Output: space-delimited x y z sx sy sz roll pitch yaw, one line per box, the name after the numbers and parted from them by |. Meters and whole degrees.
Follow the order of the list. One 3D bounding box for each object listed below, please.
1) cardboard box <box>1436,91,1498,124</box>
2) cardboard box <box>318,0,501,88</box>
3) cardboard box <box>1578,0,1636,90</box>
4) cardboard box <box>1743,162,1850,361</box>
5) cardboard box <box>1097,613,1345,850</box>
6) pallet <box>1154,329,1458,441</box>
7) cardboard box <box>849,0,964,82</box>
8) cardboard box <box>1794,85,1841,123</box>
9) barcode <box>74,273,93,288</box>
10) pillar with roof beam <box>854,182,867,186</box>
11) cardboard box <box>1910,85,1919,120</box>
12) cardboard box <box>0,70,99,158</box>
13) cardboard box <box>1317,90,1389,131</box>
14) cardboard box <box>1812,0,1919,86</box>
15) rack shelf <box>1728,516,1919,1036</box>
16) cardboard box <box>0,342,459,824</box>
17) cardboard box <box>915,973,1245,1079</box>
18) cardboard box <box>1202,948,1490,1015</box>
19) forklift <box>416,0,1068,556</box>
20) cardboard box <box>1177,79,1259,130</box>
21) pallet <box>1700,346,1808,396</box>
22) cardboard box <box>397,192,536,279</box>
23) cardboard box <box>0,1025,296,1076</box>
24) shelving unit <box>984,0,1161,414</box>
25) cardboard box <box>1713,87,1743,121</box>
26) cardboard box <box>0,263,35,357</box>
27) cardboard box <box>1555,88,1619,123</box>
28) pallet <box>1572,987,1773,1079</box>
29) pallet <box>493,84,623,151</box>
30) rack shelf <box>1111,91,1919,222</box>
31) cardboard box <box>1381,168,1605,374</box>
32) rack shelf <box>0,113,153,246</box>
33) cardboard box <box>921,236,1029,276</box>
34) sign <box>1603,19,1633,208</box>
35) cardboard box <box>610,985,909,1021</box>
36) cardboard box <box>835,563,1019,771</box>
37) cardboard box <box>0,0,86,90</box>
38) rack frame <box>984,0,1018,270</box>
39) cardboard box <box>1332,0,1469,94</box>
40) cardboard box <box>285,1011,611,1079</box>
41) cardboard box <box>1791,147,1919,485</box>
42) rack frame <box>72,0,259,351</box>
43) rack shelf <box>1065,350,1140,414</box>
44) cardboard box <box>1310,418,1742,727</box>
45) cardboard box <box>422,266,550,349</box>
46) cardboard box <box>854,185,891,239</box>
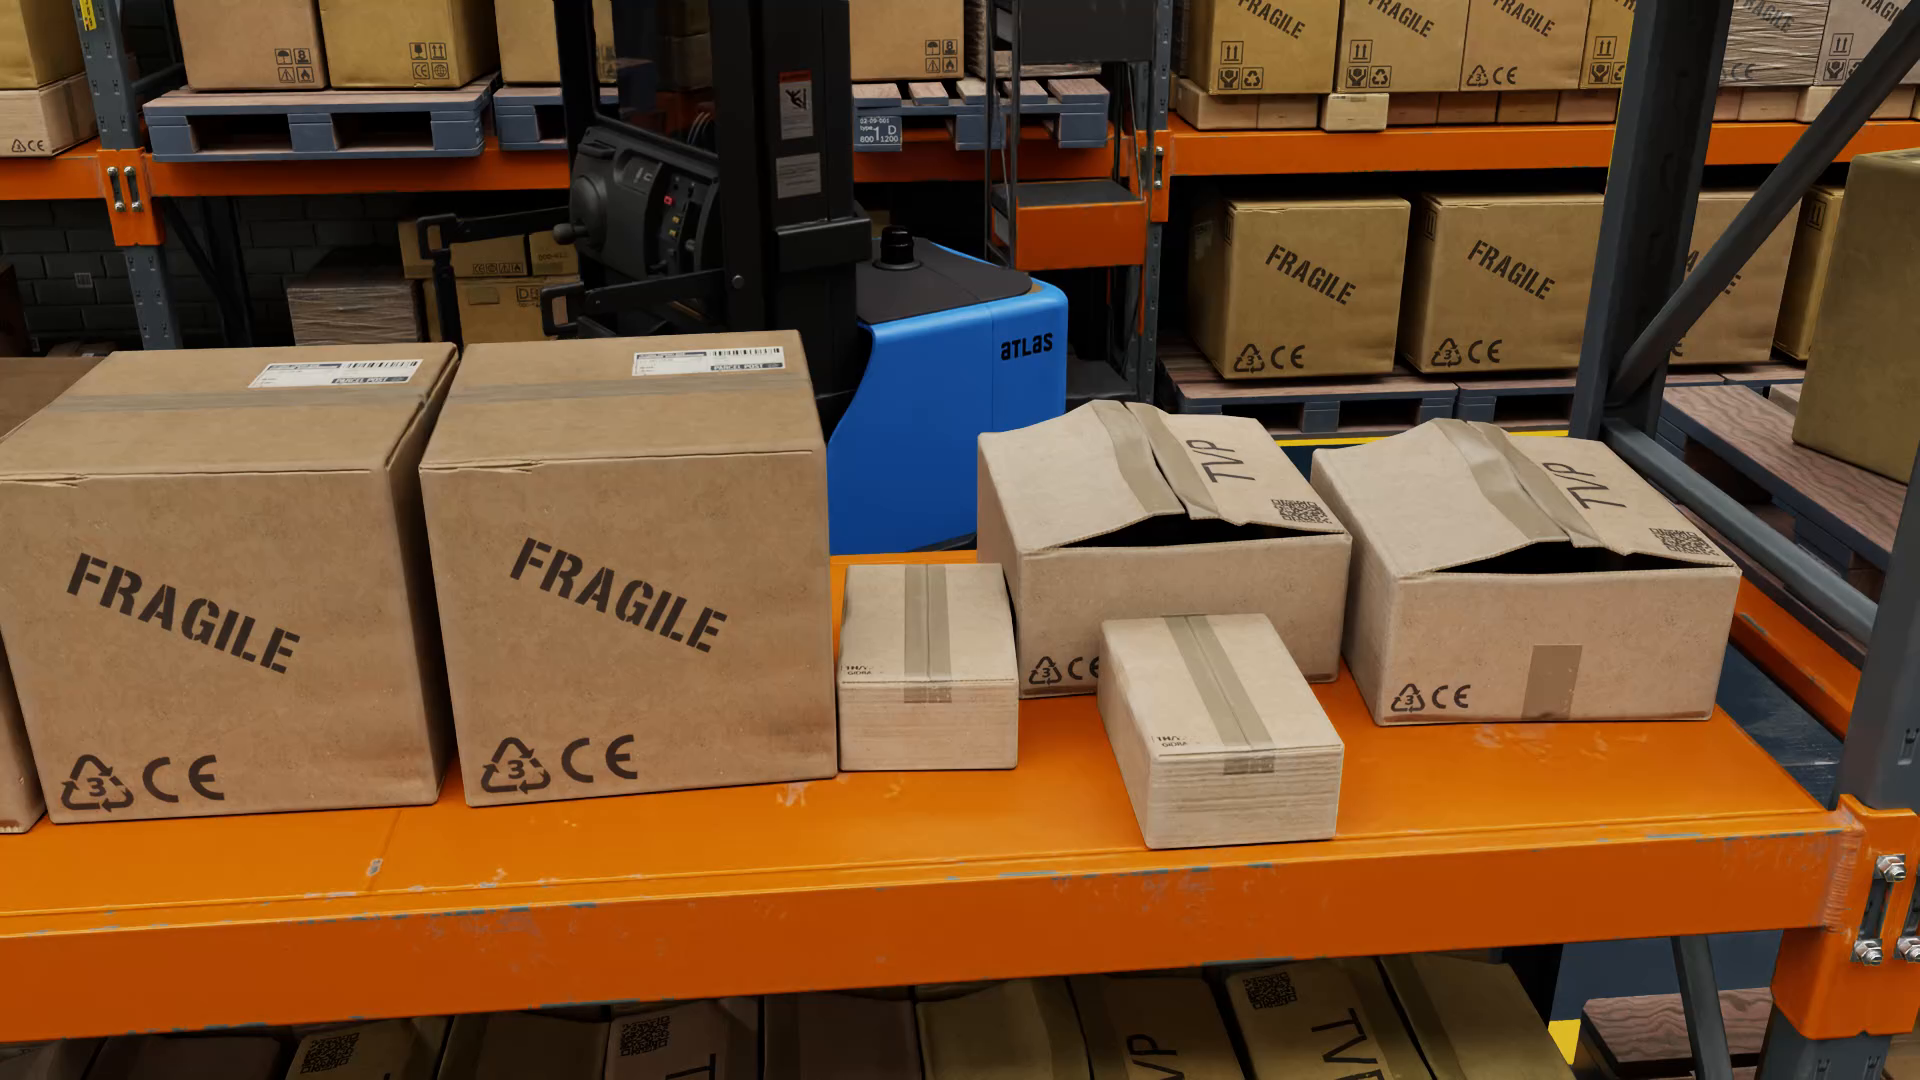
2.094 -1.881 7.074 0.250 0.149 0.380 -2 24 -4 | cardboard box
-2.190 -2.124 6.670 0.500 0.500 0.700 0 24 0 | cardboard box
2.766 -2.178 6.943 0.500 0.500 0.500 -2 24 -4 | cardboard box
4.070 -1.302 7.615 0.750 0.750 0.750 -2 24 -5 | cardboard box
0.347 0.254 2.295 0.250 0.149 0.380 -2 24 -5 | cardboard box
1.516 -0.738 7.649 1.213 0.211 1.003 -2 24 -5 | pallet
-0.296 -2.201 6.845 0.500 0.500 0.700 -5 24 -10 | cardboard box
3.628 -1.891 7.096 0.250 0.149 0.380 -2 24 -5 | cardboard box
-3.818 -1.132 7.245 0.075 0.075 0.001 -2 24 -5 | barcode
-0.232 -3.310 2.617 0.400 9.000 9.100 -2 24 -5 | pillar with roof beam
4.147 -1.917 7.155 0.250 0.149 0.380 -2 24 -4 | cardboard box
-3.698 -1.650 6.430 0.500 0.250 0.500 -2 24 -5 | cardboard box
1.599 -1.808 6.908 0.250 0.149 0.380 -2 24 -4 | cardboard box
3.763 -2.217 7.030 0.500 0.500 0.500 -2 24 -5 | cardboard box
3.205 0.240 2.902 4.000 0.370 1.077 -2 24 -5 | rack shelf
-0.978 0.040 2.343 0.500 0.500 0.500 -2 24 -5 | cardboard box
0.201 0.944 2.612 0.500 0.311 0.500 -3 24 -6 | cardboard box
0.664 0.702 3.156 0.500 0.311 0.500 -1 24 -3 | cardboard box
-1.126 -0.999 4.889 3.031 2.935 1.130 -16 29 -32 | forklift
1.074 -1.825 6.947 0.250 0.149 0.380 -3 24 -6 | cardboard box
3.944 -0.835 7.869 1.213 0.211 1.003 -2 24 -5 | pallet
-2.088 -1.308 7.111 0.500 0.250 0.500 -3 24 -6 | cardboard box
-1.377 0.785 2.969 0.500 0.311 0.500 -2 24 -5 | cardboard box
0.380 -1.047 6.020 0.503 2.100 0.431 -5 25 -12 | shelving unit
3.127 -1.904 7.125 0.250 0.149 0.380 -3 24 -7 | cardboard box
-4.286 -0.852 7.010 0.500 0.500 0.500 -4 24 -9 | cardboard box
2.600 -1.890 7.094 0.250 0.149 0.380 -2 24 -5 | cardboard box
1.961 1.251 3.175 1.213 0.211 1.003 -2 24 -5 | pallet
-1.242 -1.828 6.905 1.213 0.211 1.003 -2 24 -5 | pallet
2.714 -1.762 7.407 4.000 0.370 1.077 -2 24 -5 | rack shelf
2.341 -1.229 7.452 0.750 0.750 0.750 -2 24 -5 | cardboard box
-5.247 -1.443 6.688 4.000 0.370 1.077 -2 24 -5 | rack shelf
0.013 -1.020 7.387 0.500 0.500 0.700 -2 24 -4 | cardboard box
1.152 -0.721 2.850 0.005 0.325 0.100 -2 24 -5 | sign
-0.365 0.746 3.057 0.500 0.311 0.500 -3 24 -7 | cardboard box
-0.049 0.180 2.462 0.250 0.149 0.380 -1 24 -1 | cardboard box
-3.697 -1.990 6.272 0.500 0.500 0.500 -2 24 -5 | cardboard box
0.142 -1.024 5.970 0.015 2.100 0.400 -5 25 -12 | rack frame
1.755 -2.135 6.845 0.500 0.500 0.500 -2 24 -3 | cardboard box
-0.801 0.982 2.526 0.500 0.311 0.500 -2 24 -4 | cardboard box
1.830 -0.317 2.630 0.500 0.500 0.700 -11 26 -23 | cardboard box
-3.257 -1.851 6.722 0.127 3.000 1.000 -2 24 -5 | rack frame
0.380 -0.395 6.309 0.480 0.518 0.431 -5 25 -12 | rack shelf
0.848 0.029 2.602 0.500 0.311 0.500 -1 24 -2 | cardboard box
-2.017 -0.987 7.313 0.500 0.500 0.700 -3 24 -6 | cardboard box
-0.561 -1.365 7.241 0.500 0.250 0.500 -2 24 -4 | cardboard box
